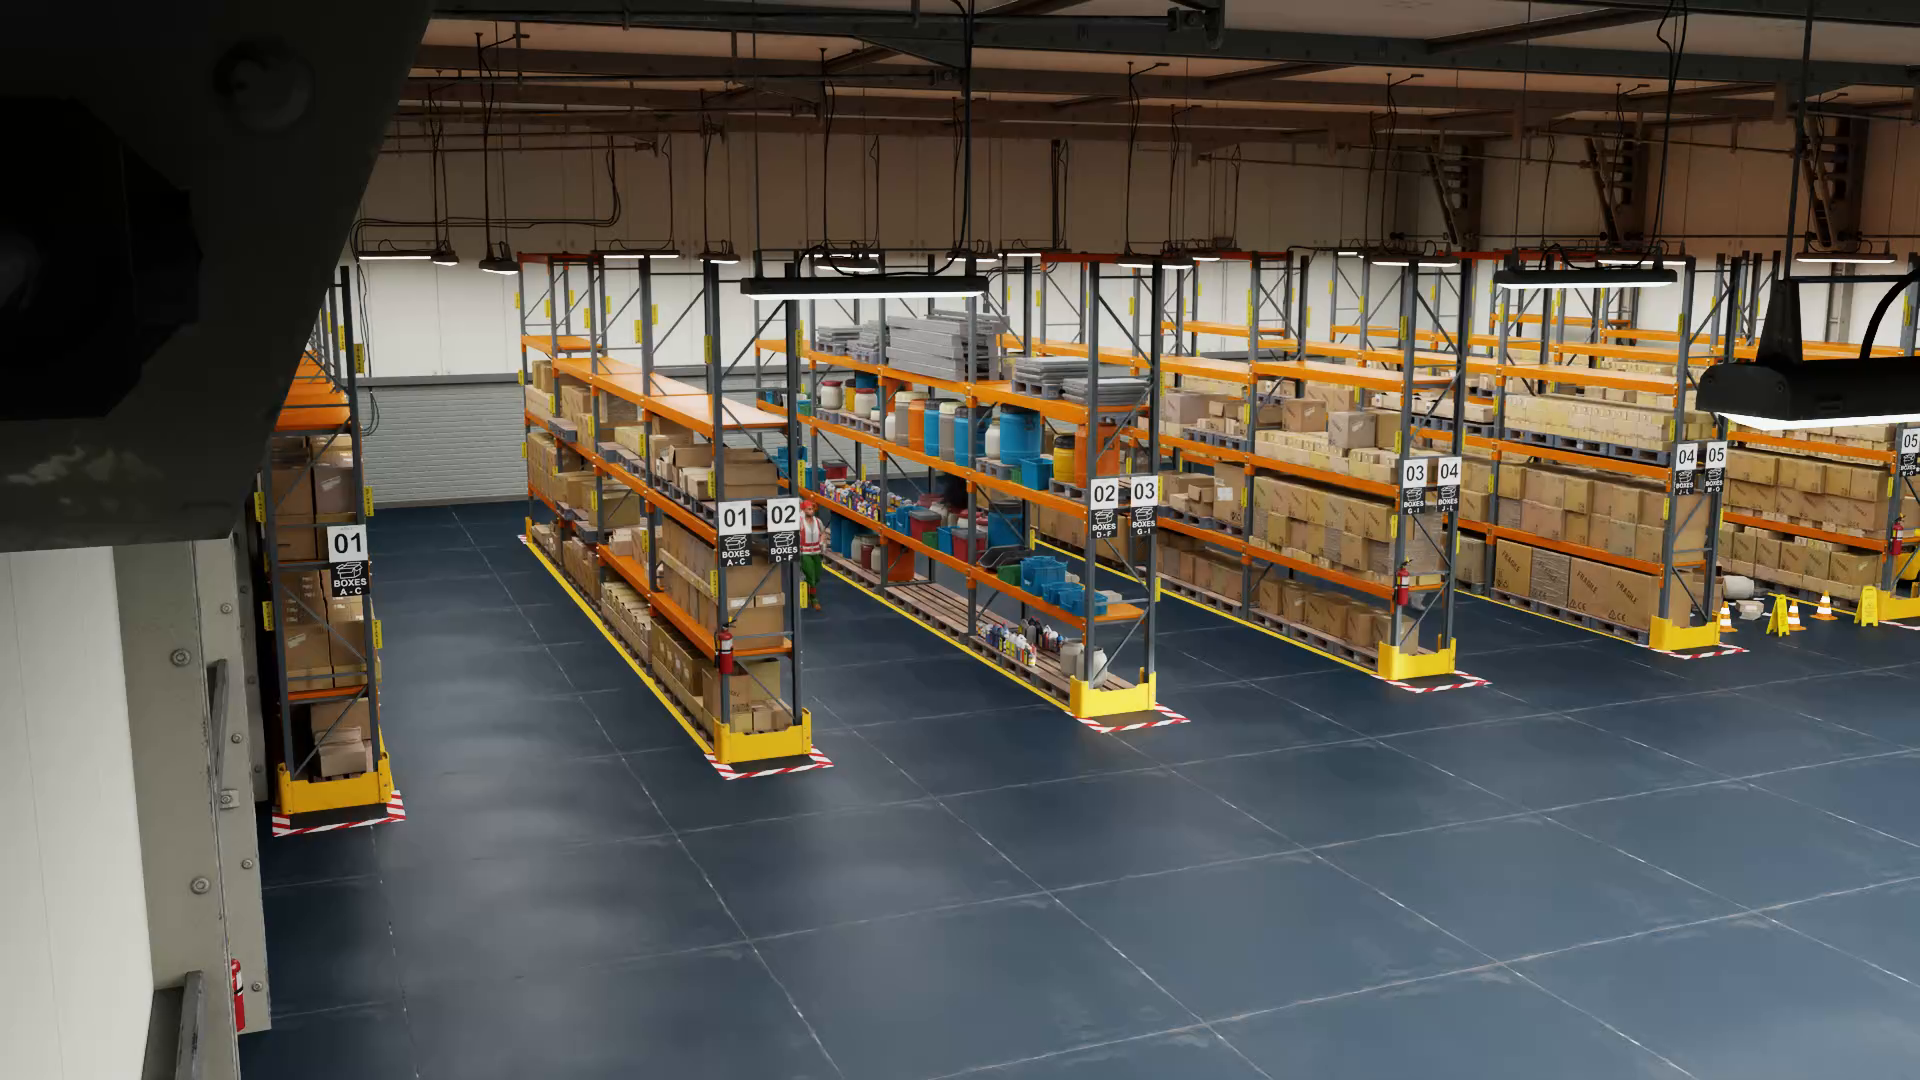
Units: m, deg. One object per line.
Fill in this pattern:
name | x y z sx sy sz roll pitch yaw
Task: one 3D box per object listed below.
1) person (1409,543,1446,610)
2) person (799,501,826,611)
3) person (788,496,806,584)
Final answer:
person | 7.926 0.351 28.224 0.682 1.735 0.620 -7 13 -35
person | -2.473 0.238 27.242 0.690 1.768 0.715 -7 12 -33
person | -2.778 0.056 28.695 0.616 1.628 0.508 -5 11 -25
